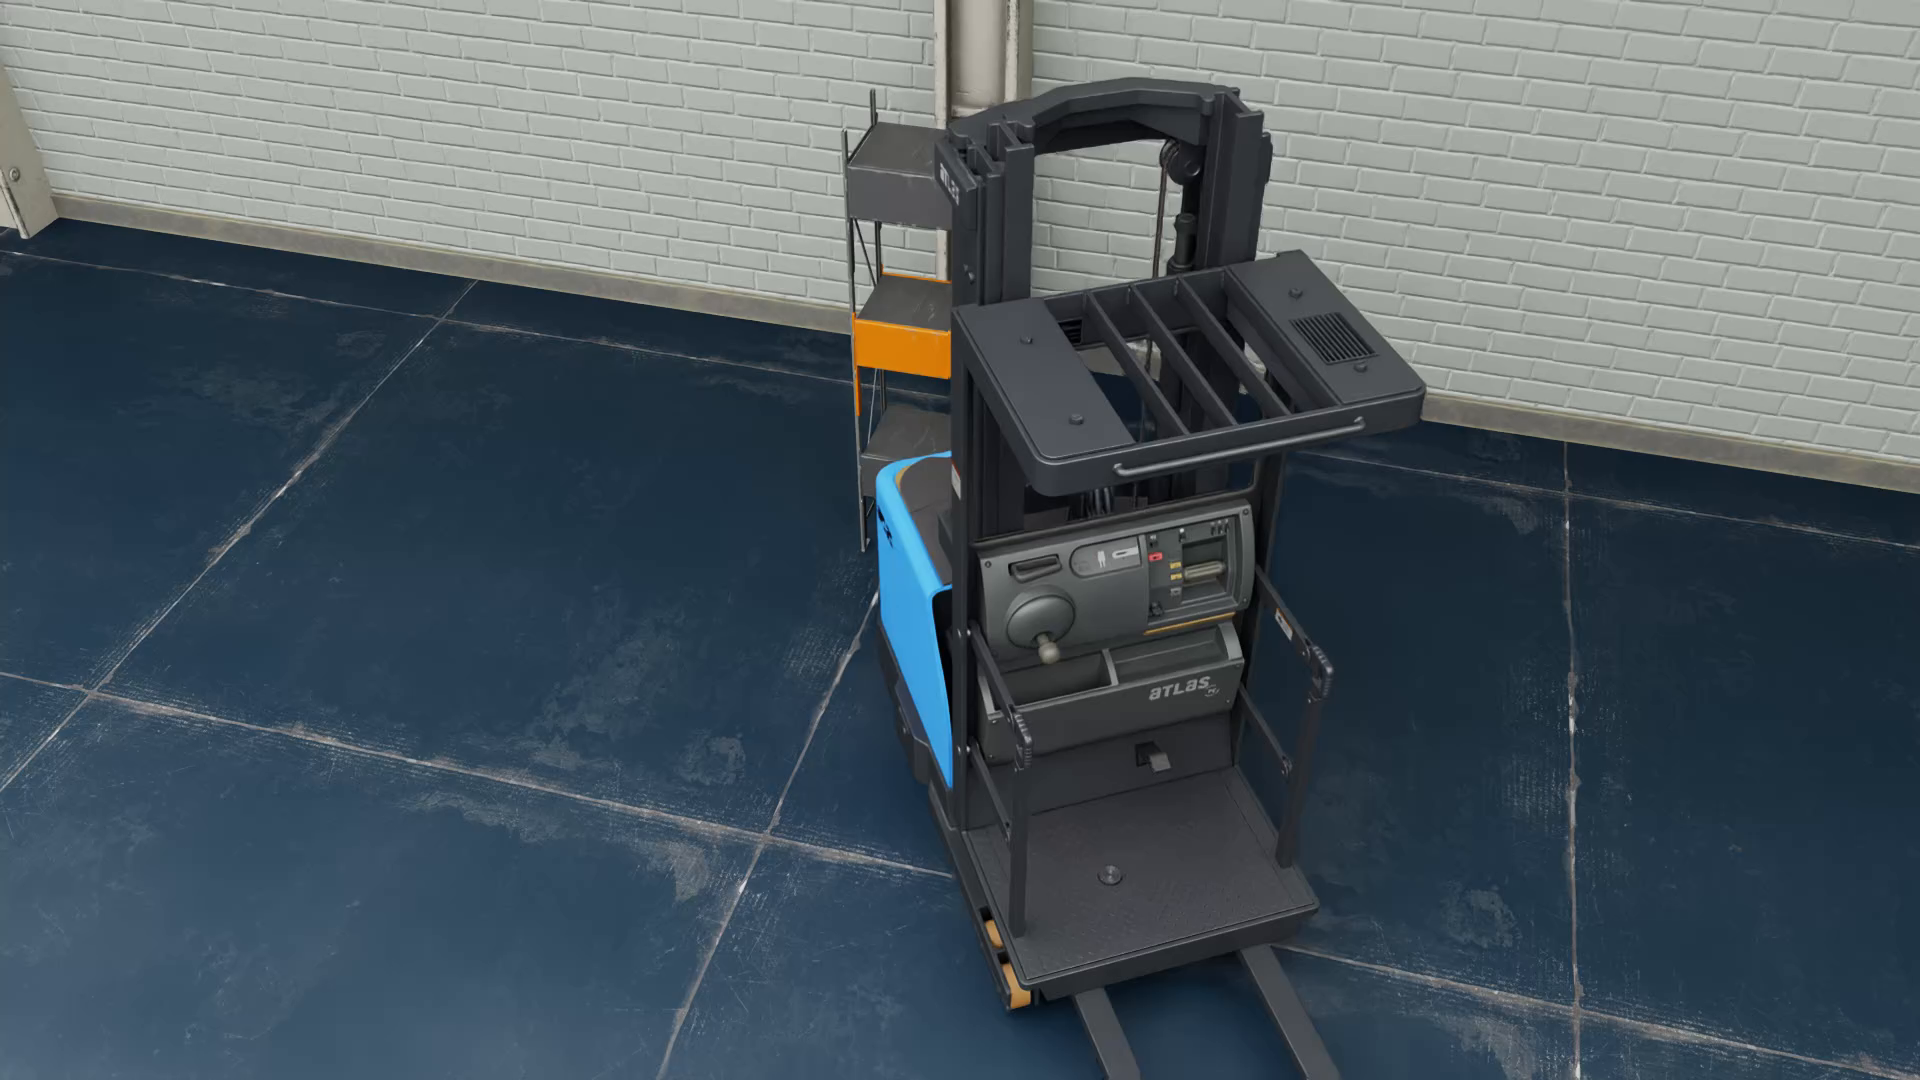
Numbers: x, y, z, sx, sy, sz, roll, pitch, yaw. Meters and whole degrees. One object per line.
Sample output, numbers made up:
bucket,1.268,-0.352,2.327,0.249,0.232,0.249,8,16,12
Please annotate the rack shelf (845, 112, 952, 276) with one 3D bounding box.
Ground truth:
rack shelf,-0.160,-1.357,6.666,0.480,0.518,0.431,10,41,11

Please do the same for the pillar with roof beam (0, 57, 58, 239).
pillar with roof beam,-6.799,-2.689,3.954,0.400,9.000,9.100,10,41,11

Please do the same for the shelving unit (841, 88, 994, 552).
shelving unit,-0.160,-0.832,7.107,0.503,2.100,0.431,10,41,11

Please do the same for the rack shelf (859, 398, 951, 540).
rack shelf,-0.160,-0.285,7.566,0.480,0.518,0.431,10,41,11

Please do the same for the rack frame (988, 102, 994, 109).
rack frame,0.076,-0.791,7.059,0.015,2.100,0.400,10,41,11

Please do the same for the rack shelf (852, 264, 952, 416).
rack shelf,-0.160,-0.821,7.116,0.480,0.518,0.431,10,41,11

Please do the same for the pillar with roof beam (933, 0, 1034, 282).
pillar with roof beam,-1.003,-1.691,2.767,0.400,9.000,9.100,10,41,11

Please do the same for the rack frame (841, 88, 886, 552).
rack frame,-0.396,-0.872,7.156,0.015,2.100,0.400,10,41,11

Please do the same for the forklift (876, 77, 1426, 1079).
forklift,0.582,0.218,5.211,1.130,2.935,3.031,-11,41,-13
